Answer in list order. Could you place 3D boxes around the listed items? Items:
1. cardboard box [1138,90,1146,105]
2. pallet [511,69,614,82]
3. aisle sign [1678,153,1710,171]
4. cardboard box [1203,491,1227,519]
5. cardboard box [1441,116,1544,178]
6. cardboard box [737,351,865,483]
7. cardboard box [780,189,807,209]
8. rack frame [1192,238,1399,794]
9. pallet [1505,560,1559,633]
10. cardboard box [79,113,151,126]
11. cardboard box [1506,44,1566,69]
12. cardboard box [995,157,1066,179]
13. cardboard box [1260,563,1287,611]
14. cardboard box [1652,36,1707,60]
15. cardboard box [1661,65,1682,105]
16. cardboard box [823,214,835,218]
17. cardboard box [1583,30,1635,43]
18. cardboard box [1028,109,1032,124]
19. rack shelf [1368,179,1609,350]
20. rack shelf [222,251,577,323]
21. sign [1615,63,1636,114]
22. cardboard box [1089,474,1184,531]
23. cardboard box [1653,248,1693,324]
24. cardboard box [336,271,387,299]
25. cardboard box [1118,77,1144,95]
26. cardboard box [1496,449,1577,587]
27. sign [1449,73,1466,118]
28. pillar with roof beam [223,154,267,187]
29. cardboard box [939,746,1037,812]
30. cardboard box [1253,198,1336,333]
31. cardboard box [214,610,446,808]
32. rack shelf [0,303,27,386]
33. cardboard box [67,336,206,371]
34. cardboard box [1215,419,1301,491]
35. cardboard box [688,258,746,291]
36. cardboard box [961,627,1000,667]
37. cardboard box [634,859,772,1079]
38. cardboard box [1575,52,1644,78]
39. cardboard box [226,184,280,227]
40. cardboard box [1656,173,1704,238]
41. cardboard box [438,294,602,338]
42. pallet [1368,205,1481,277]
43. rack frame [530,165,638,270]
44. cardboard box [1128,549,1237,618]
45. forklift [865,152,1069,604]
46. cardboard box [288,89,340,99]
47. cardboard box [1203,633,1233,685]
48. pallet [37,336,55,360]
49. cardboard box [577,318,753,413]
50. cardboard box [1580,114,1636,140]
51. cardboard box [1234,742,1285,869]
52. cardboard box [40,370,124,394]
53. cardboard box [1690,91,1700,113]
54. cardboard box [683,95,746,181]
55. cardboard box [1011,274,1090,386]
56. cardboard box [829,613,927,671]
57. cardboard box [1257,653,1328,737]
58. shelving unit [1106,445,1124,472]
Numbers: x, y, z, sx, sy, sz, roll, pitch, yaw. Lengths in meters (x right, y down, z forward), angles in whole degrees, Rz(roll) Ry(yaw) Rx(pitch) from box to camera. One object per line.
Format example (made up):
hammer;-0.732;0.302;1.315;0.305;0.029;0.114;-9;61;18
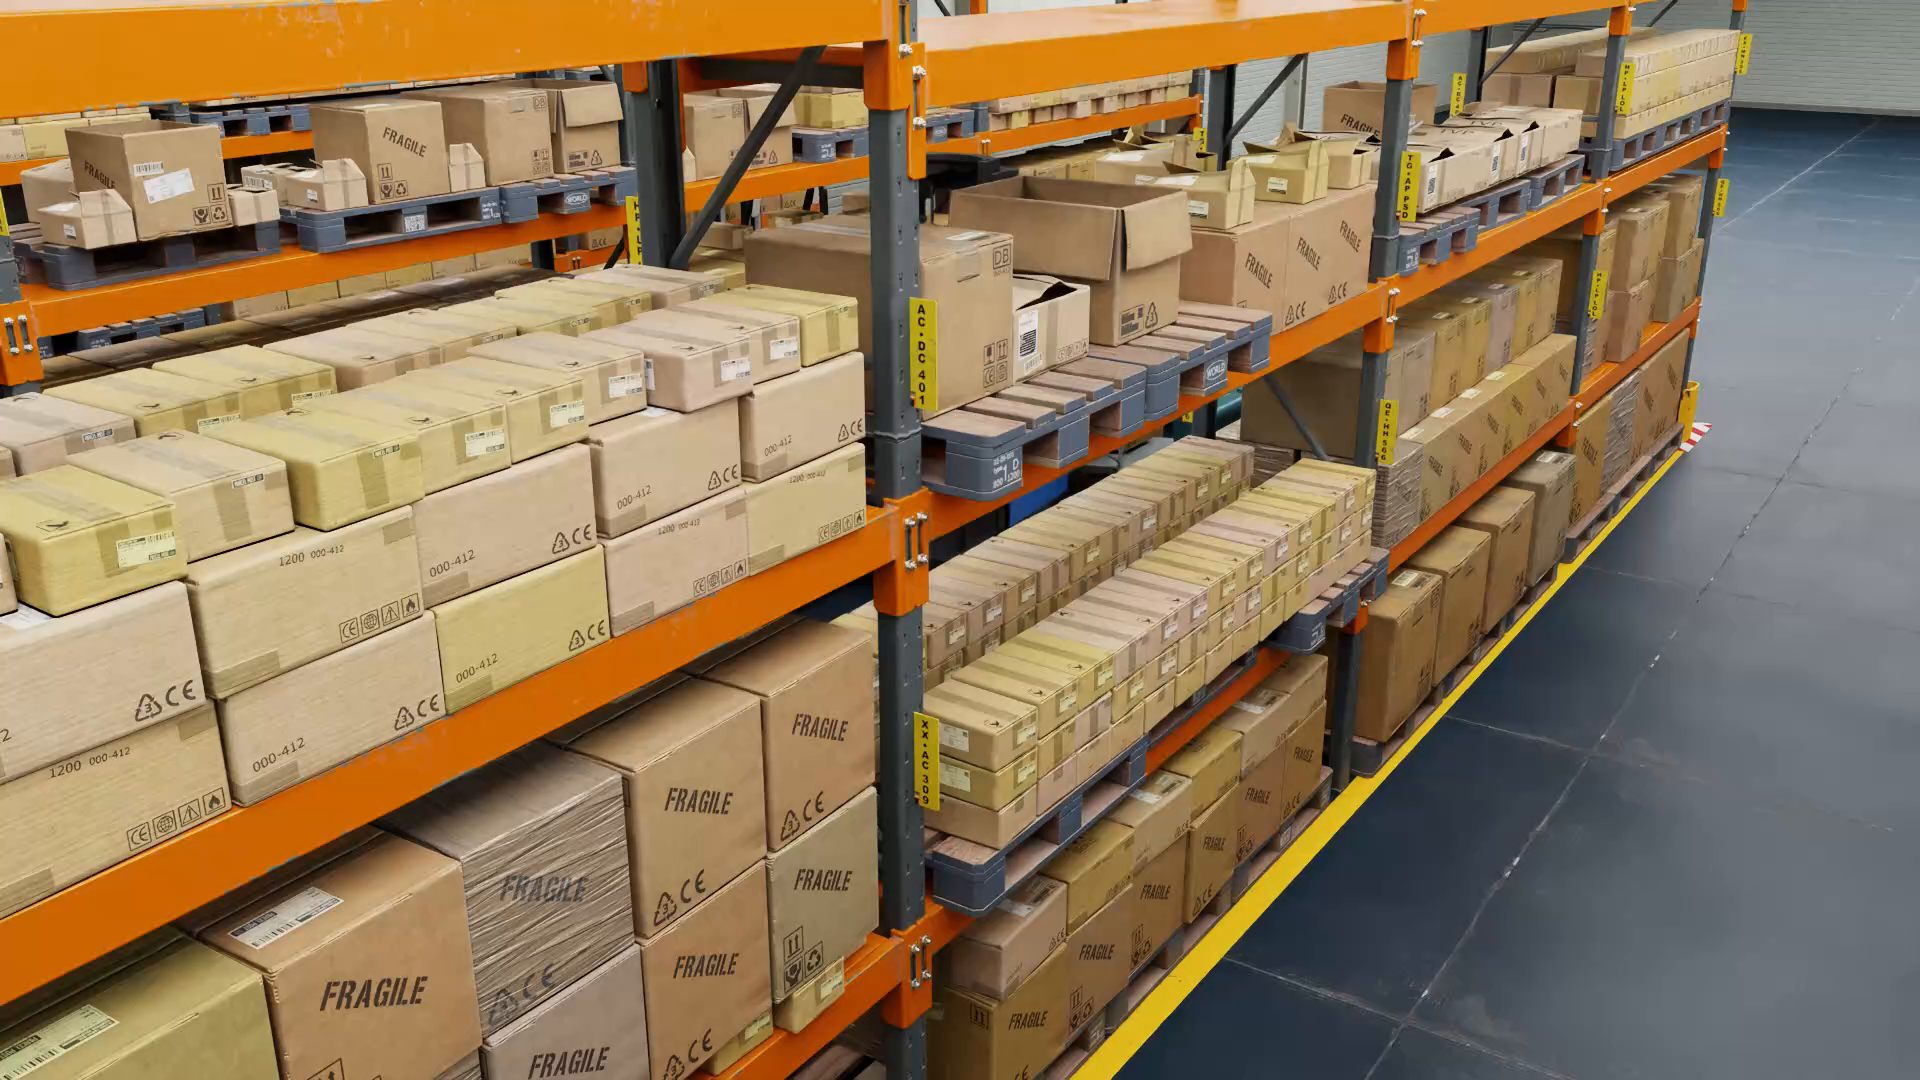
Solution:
cardboard box;1.576;-4.297;16.097;0.380;0.149;0.250;13;24;32
pallet;-3.865;-4.806;17.239;1.003;0.211;1.213;13;24;32
aisle sign;6.472;-3.617;14.472;0.394;0.787;0.004;13;24;32
cardboard box;1.098;-0.181;8.259;0.380;0.149;0.250;15;25;34
cardboard box;3.132;-2.351;9.853;0.500;0.311;0.500;12;24;30
cardboard box;-0.611;-0.382;4.645;0.500;0.250;0.500;12;23;29
cardboard box;-2.134;-4.194;19.634;0.500;0.500;0.500;13;24;31
rack frame;1.687;-0.140;8.821;1.000;3.000;0.127;13;24;32
pallet;3.564;0.256;11.769;1.003;0.211;1.213;13;24;32
cardboard box;-6.659;-3.186;12.946;0.500;0.250;0.500;12;24;30
cardboard box;4.161;-3.506;12.060;0.380;0.149;0.250;13;24;32
cardboard box;0.516;-3.106;14.824;0.700;0.500;0.500;13;24;32
cardboard box;1.208;0.167;7.317;0.380;0.149;0.250;13;24;31
cardboard box;5.560;-3.815;12.895;0.380;0.149;0.250;13;24;31
cardboard box;5.007;-3.384;12.303;0.500;0.250;0.500;13;24;31
cardboard box;-0.997;-2.385;13.712;0.500;0.500;0.500;13;24;32
cardboard box;5.305;-4.091;13.641;0.380;0.149;0.250;14;24;32
cardboard box;0.404;-3.712;14.515;0.380;0.149;0.250;13;24;32
rack shelf;2.811;-1.784;9.976;1.077;0.370;4.000;13;24;32
rack shelf;-5.447;-2.280;15.642;1.077;0.370;4.000;13;24;32
sign;4.390;-2.982;10.980;0.100;0.325;0.005;13;24;32
cardboard box;0.827;-0.181;7.829;0.380;0.149;0.250;12;24;30
cardboard box;5.722;-2.229;14.250;0.875;0.550;0.550;13;24;32
cardboard box;-5.549;-2.346;14.998;0.500;0.250;0.500;12;24;30
cardboard box;1.397;-4.355;15.678;0.500;0.250;0.500;14;25;33
cardboard box;3.661;-0.234;11.712;1.050;0.750;0.750;13;24;32
sign;3.475;-3.082;11.591;0.100;0.325;0.005;13;24;32
pillar with roof beam;-3.023;-4.568;12.142;9.100;9.000;0.400;13;24;32
cardboard box;0.040;0.765;5.700;0.380;0.149;0.250;14;24;33
cardboard box;1.306;-1.235;7.311;0.500;0.500;0.500;13;24;32
cardboard box;-1.469;0.293;3.542;0.500;0.250;0.500;13;24;32
rack shelf;-5.837;-0.425;6.303;1.077;0.370;4.000;13;24;32
cardboard box;-4.384;-0.772;8.943;0.500;0.500;0.500;14;24;33
cardboard box;1.718;-0.369;9.294;0.500;0.500;0.500;13;24;32
cardboard box;-1.733;-1.695;11.845;0.500;0.500;0.500;15;25;35
cardboard box;-0.062;0.410;6.660;0.380;0.149;0.250;12;24;30
cardboard box;-0.893;1.164;4.723;0.500;0.500;0.500;13;24;30
cardboard box;4.421;-3.233;11.321;0.380;0.149;0.250;14;24;32
cardboard box;-3.712;-1.718;8.494;0.380;0.166;0.250;11;23;28
cardboard box;5.943;-2.914;14.545;0.875;0.550;0.550;13;24;32
cardboard box;-1.200;-0.560;4.552;0.380;0.149;0.250;13;24;31
pallet;2.005;-1.654;8.860;1.213;0.211;1.003;15;25;34
rack frame;-2.464;-1.077;11.352;1.000;3.000;0.127;13;24;32
cardboard box;0.915;0.177;6.863;0.380;0.149;0.250;14;25;33
forklift;-0.299;-1.127;11.587;1.130;2.935;3.031;11;23;27
cardboard box;-5.762;-4.066;14.216;0.700;0.500;0.500;13;24;31
cardboard box;0.914;0.457;6.961;0.380;0.149;0.250;12;23;29
pallet;-7.661;-1.395;12.489;1.003;0.211;1.213;13;24;32
cardboard box;-0.754;-0.451;4.259;0.380;0.149;0.250;13;24;32
cardboard box;4.421;-2.859;11.459;0.380;0.149;0.250;13;24;31
cardboard box;1.238;1.223;8.132;0.500;0.500;0.500;14;25;34
cardboard box;-4.227;-0.515;8.248;0.500;0.500;0.500;14;24;32
cardboard box;5.563;-3.443;13.037;0.380;0.149;0.250;13;24;32
cardboard box;-1.923;-2.800;11.544;0.700;0.500;0.500;13;24;32
cardboard box;0.106;-0.766;5.712;0.500;0.311;0.500;13;24;31
cardboard box;-0.347;0.419;6.209;0.380;0.149;0.250;12;24;30
cardboard box;1.519;0.731;8.383;0.500;0.250;0.500;13;24;31
shelving unit;0.913;-1.033;13.249;0.431;0.755;1.500;30;47;-28
